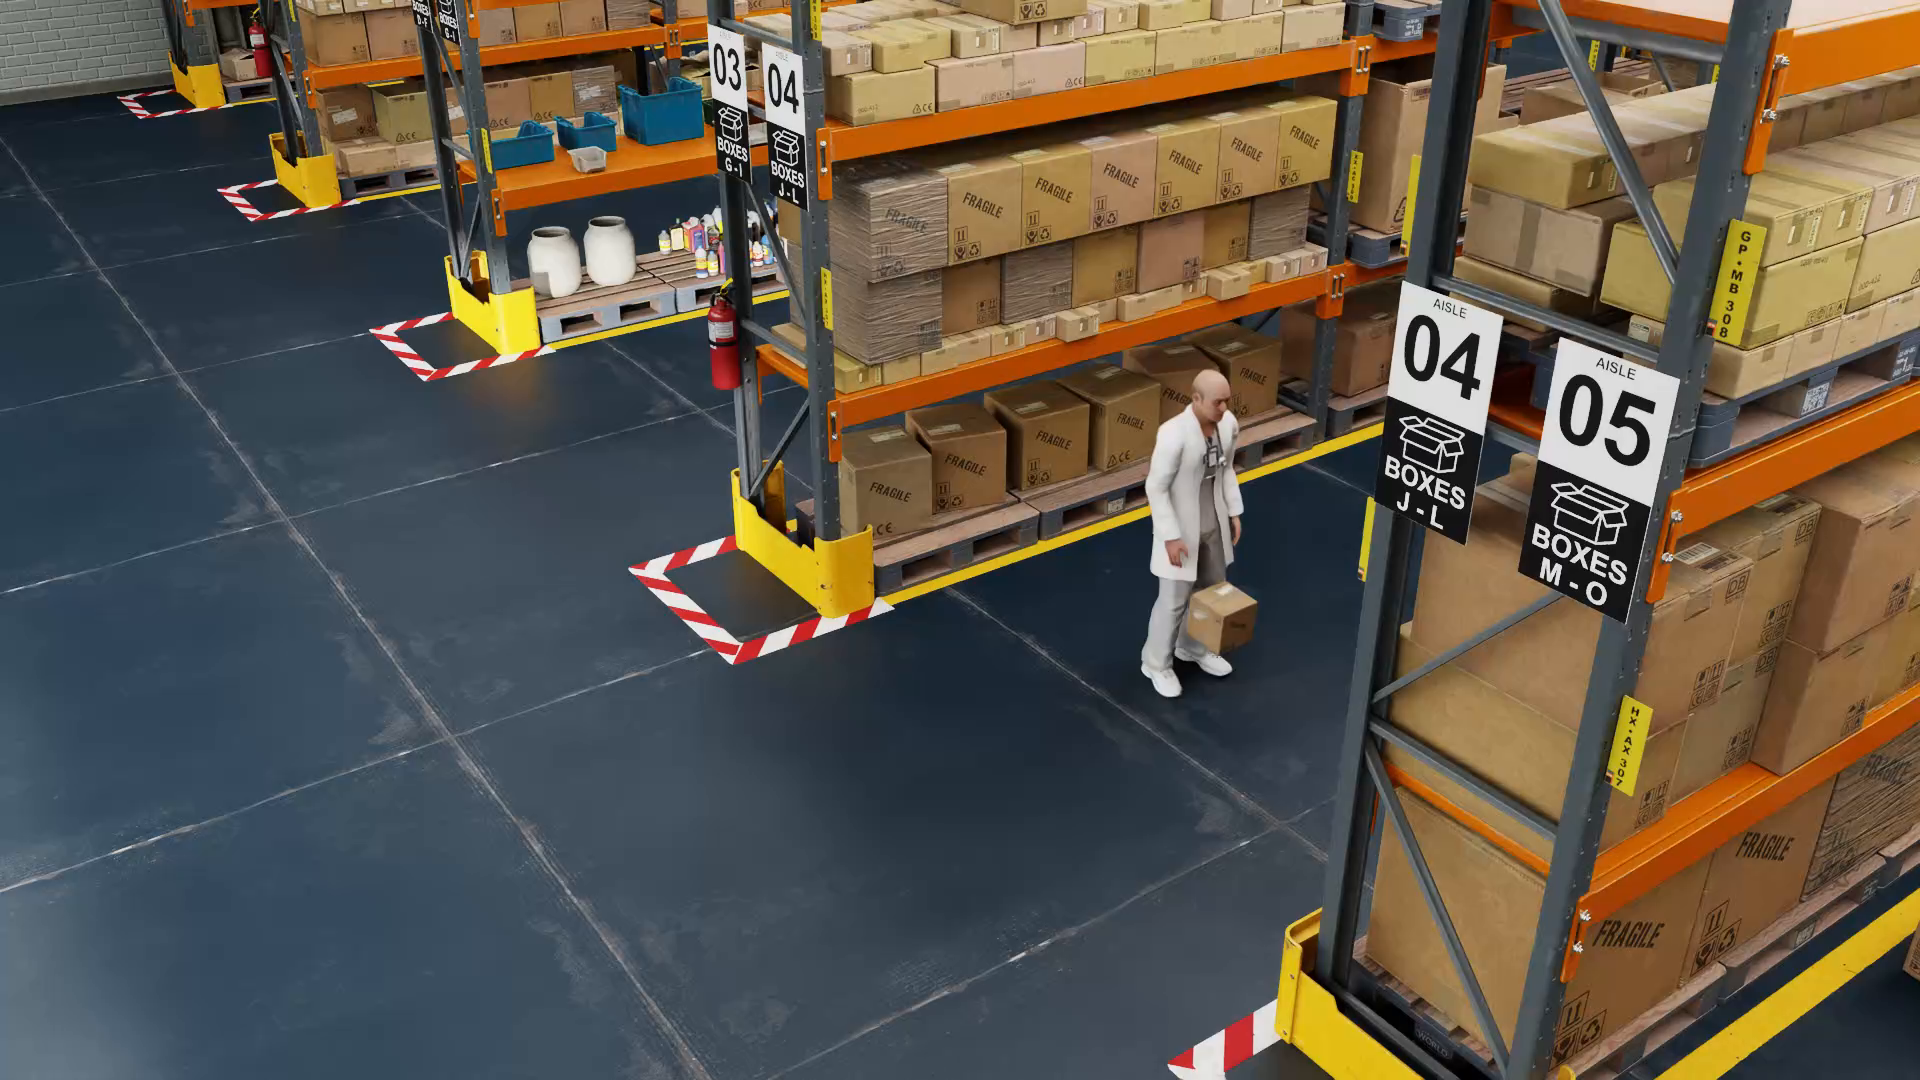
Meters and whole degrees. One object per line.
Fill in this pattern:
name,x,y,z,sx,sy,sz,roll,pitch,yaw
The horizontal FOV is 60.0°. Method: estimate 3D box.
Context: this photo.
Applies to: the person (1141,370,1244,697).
person,1.236,-0.066,8.760,0.594,1.777,0.424,-19,34,-32
